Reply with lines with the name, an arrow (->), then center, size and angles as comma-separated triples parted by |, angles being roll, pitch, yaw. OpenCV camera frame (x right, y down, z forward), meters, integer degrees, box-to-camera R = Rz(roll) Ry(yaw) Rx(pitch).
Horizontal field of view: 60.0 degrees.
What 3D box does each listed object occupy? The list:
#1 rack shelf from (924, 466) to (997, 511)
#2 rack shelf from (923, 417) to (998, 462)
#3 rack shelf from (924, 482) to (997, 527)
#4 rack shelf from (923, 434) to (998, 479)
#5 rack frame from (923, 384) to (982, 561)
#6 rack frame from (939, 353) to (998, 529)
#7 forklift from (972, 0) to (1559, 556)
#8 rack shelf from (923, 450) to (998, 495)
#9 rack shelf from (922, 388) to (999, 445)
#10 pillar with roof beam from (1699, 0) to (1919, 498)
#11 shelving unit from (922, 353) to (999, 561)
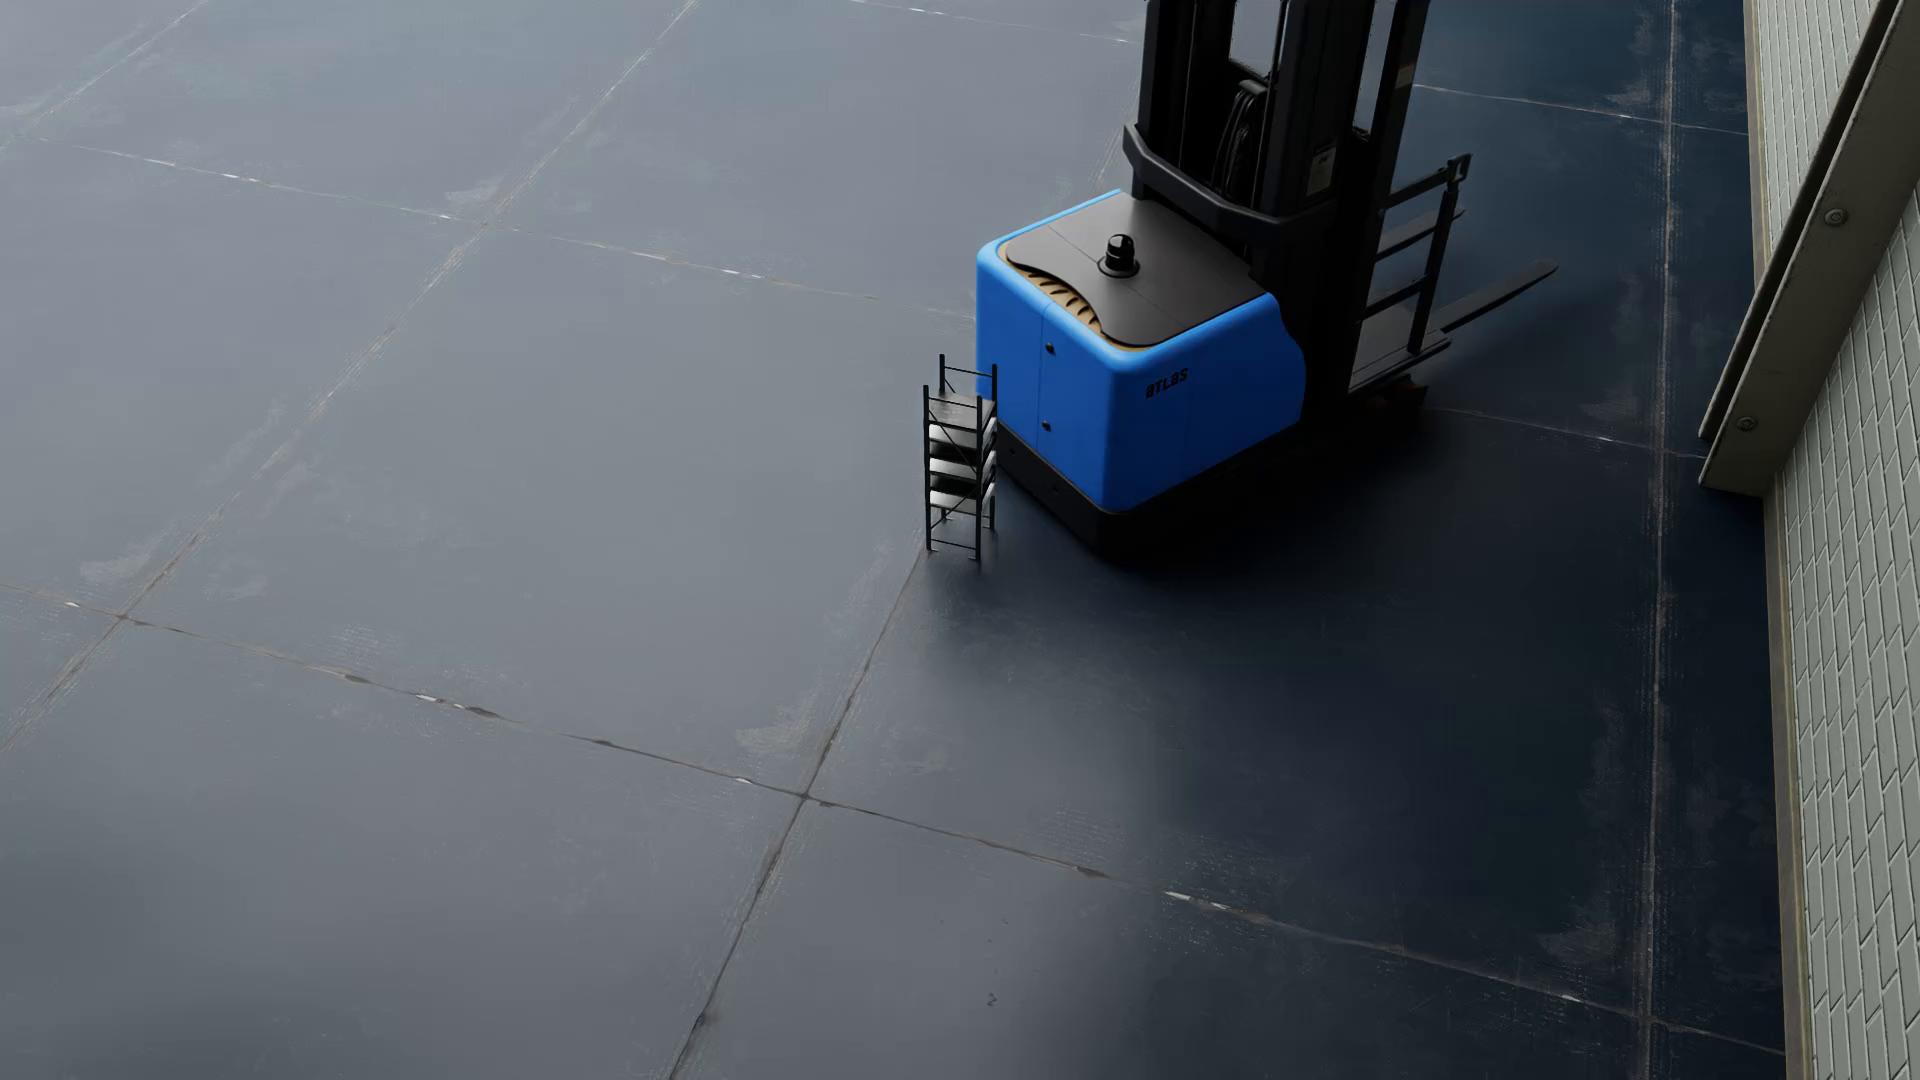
rack shelf -> 0.002, -0.239, 6.926 | 0.258, 0.077, 0.200 | 13, 46, 13
rack shelf -> 0.002, -0.432, 6.737 | 0.258, 0.077, 0.200 | 13, 46, 13
rack shelf -> 0.002, -0.175, 6.989 | 0.258, 0.077, 0.200 | 13, 46, 13
rack shelf -> 0.002, -0.368, 6.800 | 0.258, 0.077, 0.200 | 13, 46, 13
rack frame -> -0.028, -0.259, 6.771 | 0.240, 0.900, 0.006 | 13, 46, 13
rack frame -> 0.033, -0.395, 6.909 | 0.240, 0.900, 0.006 | 13, 46, 13
forklift -> 1.544, -1.819, 6.912 | 3.031, 2.935, 1.130 | -27, 50, -25
rack shelf -> 0.002, -0.303, 6.863 | 0.258, 0.077, 0.200 | 13, 46, 13
rack shelf -> 0.002, -0.496, 6.674 | 0.258, 0.077, 0.200 | 13, 46, 13
pillar with roof beam -> -0.608, -4.472, 5.285 | 9.100, 9.000, 0.400 | 13, 46, 13
shelving unit -> 0.002, -0.327, 6.840 | 0.258, 0.900, 0.210 | 13, 46, 13
